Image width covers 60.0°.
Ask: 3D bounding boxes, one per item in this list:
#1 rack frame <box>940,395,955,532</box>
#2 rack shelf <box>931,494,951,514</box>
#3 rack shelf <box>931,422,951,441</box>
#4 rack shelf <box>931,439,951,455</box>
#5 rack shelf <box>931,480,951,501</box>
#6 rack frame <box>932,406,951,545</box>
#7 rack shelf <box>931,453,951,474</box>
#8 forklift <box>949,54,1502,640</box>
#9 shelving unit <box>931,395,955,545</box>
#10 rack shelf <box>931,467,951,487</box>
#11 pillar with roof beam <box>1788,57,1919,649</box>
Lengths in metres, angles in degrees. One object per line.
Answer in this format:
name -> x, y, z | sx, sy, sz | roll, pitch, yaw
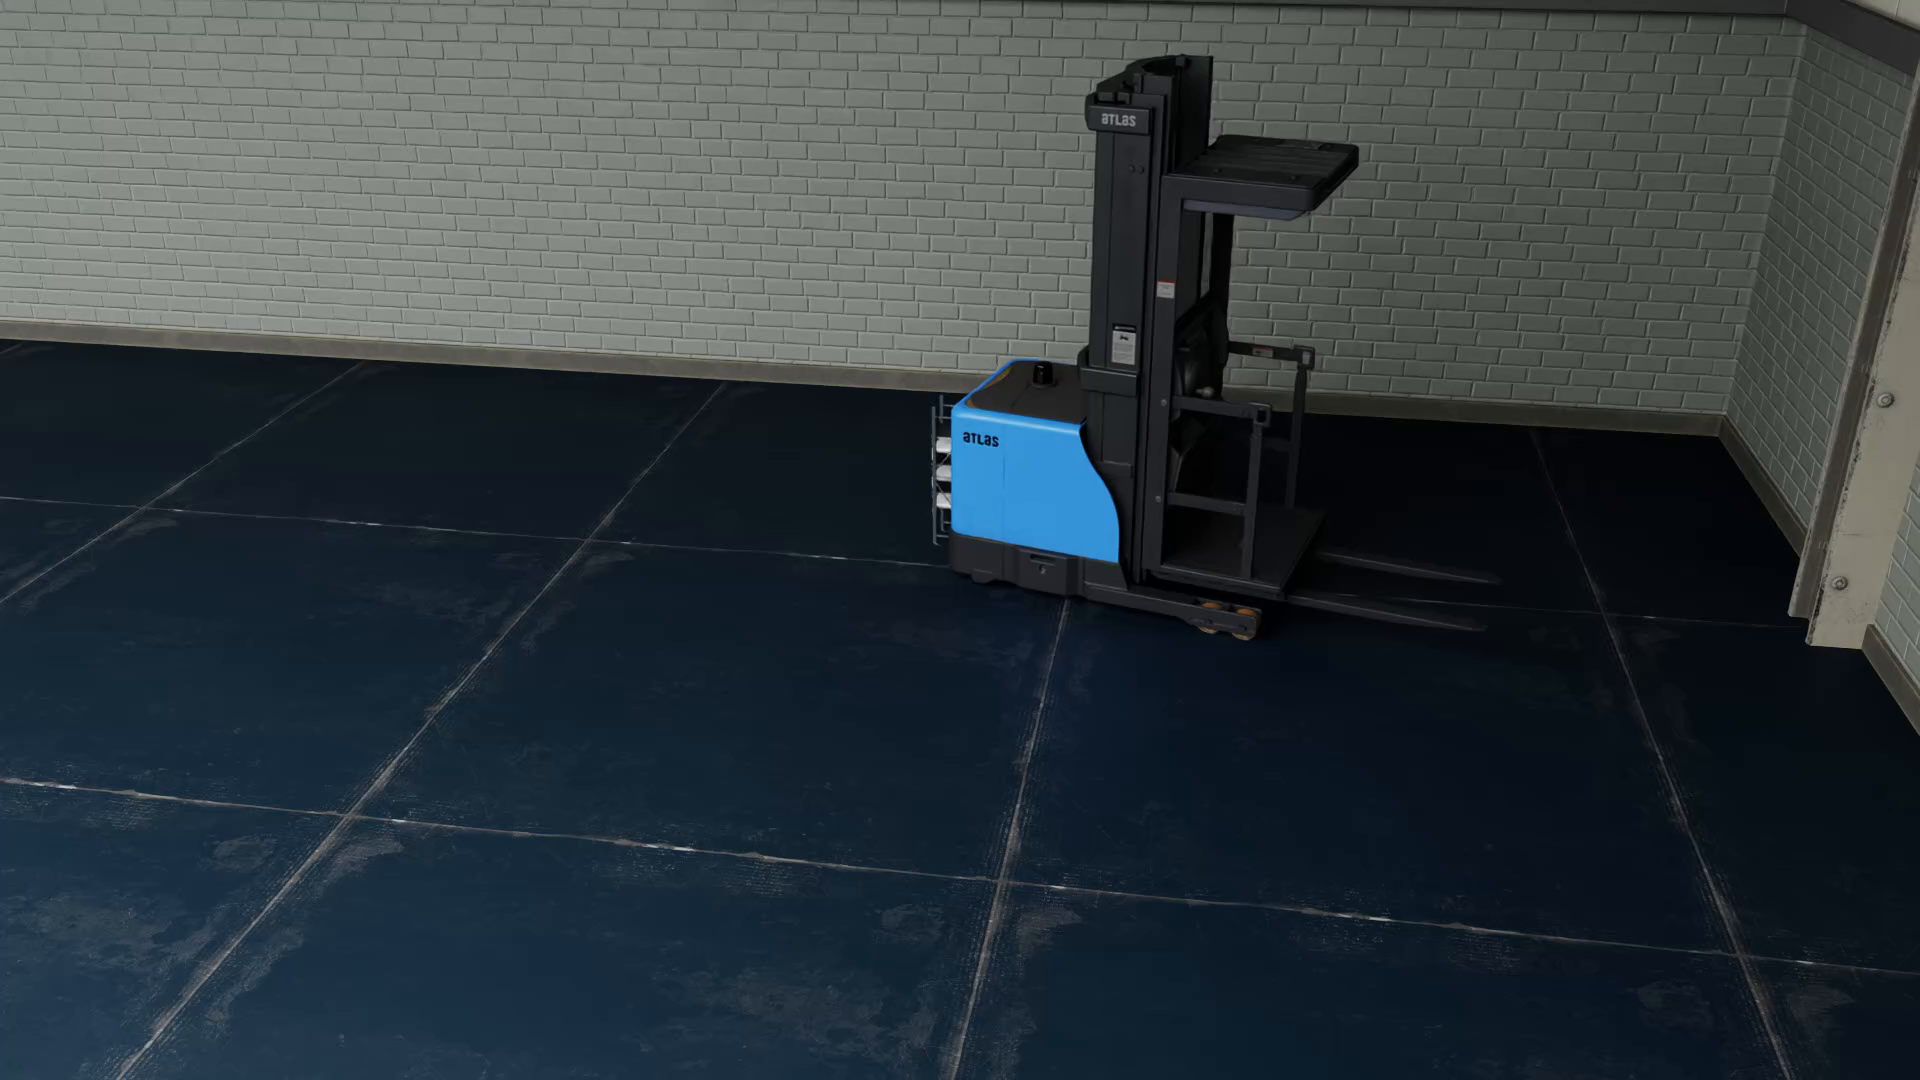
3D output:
rack frame -> -0.003, -0.454, 10.159 | 0.240, 0.900, 0.006 | 5, 26, 11
rack shelf -> -0.025, -0.219, 10.160 | 0.258, 0.077, 0.200 | 5, 26, 11
rack shelf -> -0.025, -0.627, 9.969 | 0.258, 0.077, 0.200 | 5, 26, 11
rack shelf -> -0.025, -0.545, 10.007 | 0.258, 0.077, 0.200 | 5, 26, 11
rack shelf -> -0.025, -0.301, 10.121 | 0.258, 0.077, 0.200 | 5, 26, 11
rack frame -> -0.048, -0.370, 9.979 | 0.240, 0.900, 0.006 | 5, 26, 11
rack shelf -> -0.025, -0.464, 10.045 | 0.258, 0.077, 0.200 | 5, 26, 11
forklift -> 1.499, -1.038, 9.010 | 3.031, 2.935, 1.130 | 11, 27, 21
shelving unit -> -0.025, -0.412, 10.069 | 0.258, 0.900, 0.210 | 5, 26, 11
rack shelf -> -0.025, -0.382, 10.083 | 0.258, 0.077, 0.200 | 5, 26, 11
pillar with roof beam -> 0.542, -3.876, 7.915 | 9.100, 9.000, 0.400 | 4, 25, 9
